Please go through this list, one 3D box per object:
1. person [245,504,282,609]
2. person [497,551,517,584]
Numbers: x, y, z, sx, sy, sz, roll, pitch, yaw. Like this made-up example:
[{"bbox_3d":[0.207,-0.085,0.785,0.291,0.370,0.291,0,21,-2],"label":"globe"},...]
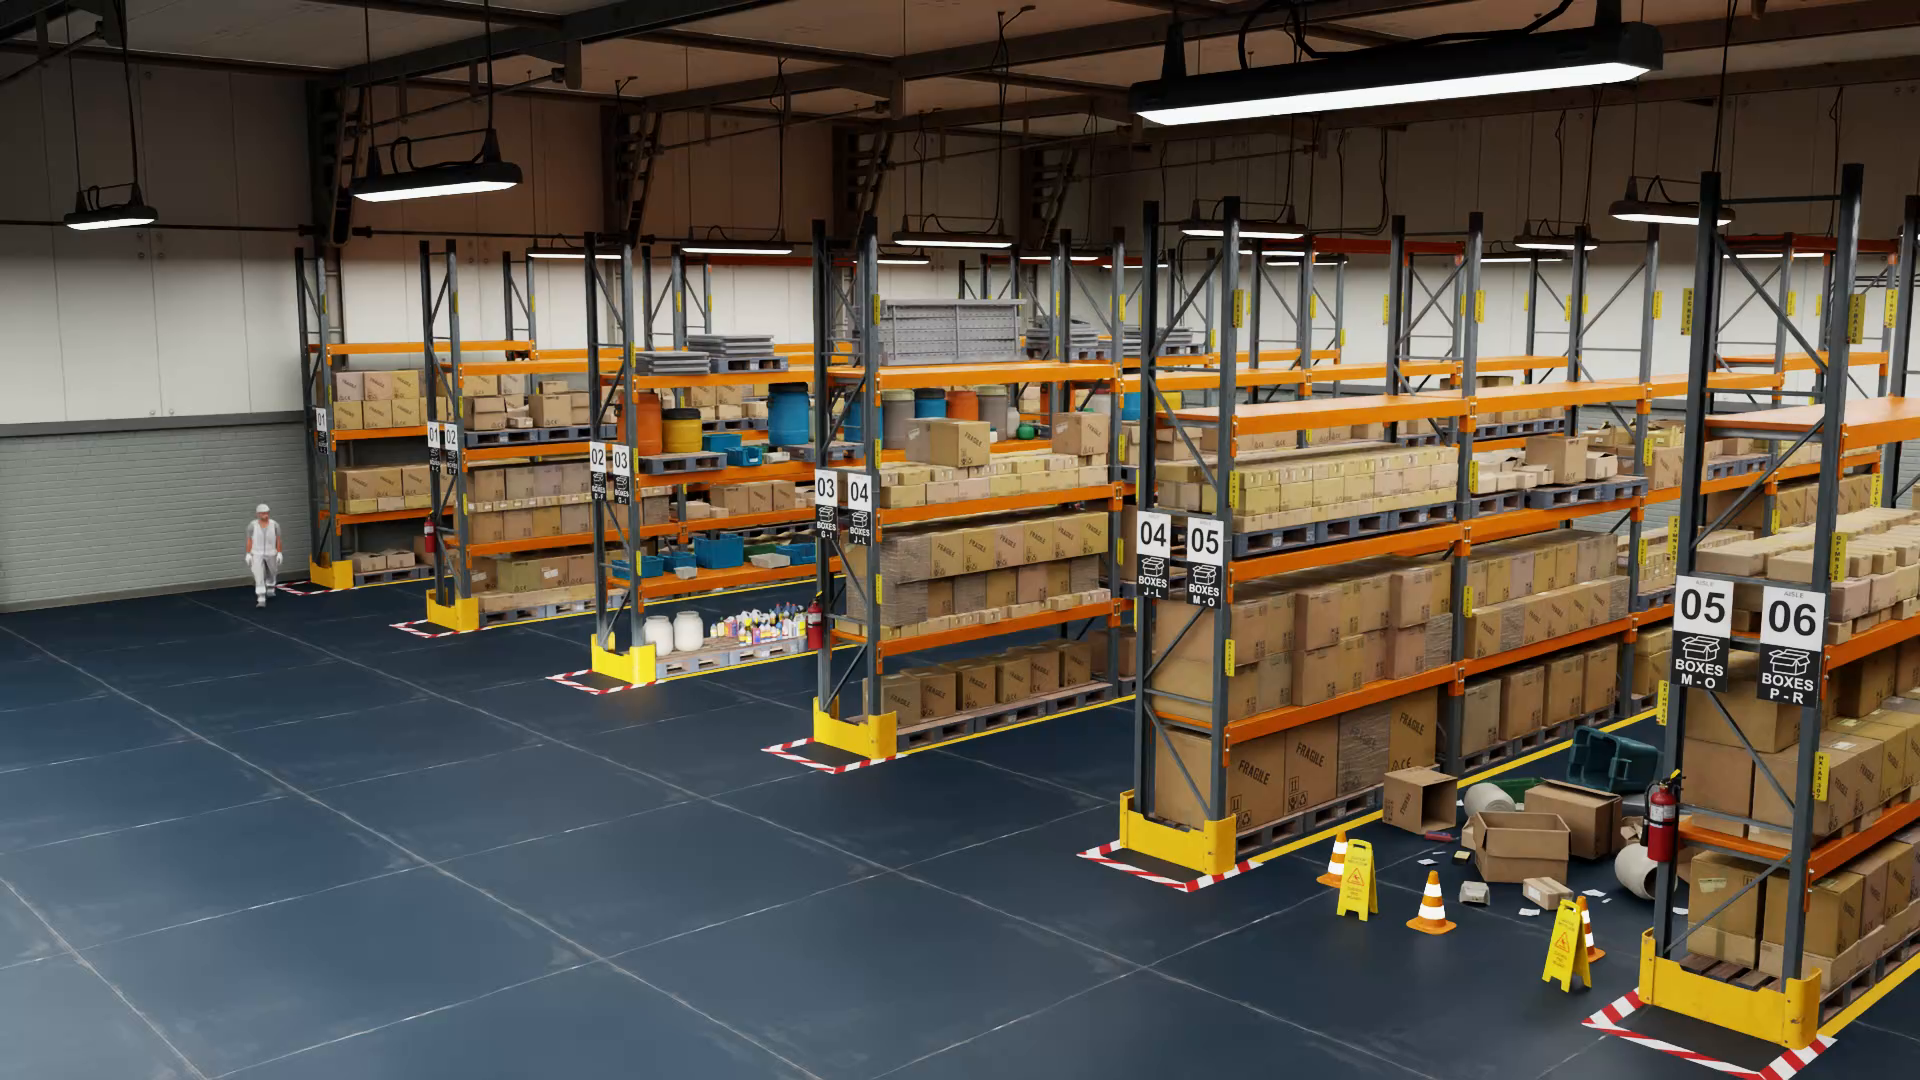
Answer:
[{"bbox_3d":[-11.655,0.245,27.836,0.572,1.728,1.143,-4,9,-24],"label":"person"},{"bbox_3d":[-7.936,0.052,28.954,0.538,1.753,0.601,-5,10,-33],"label":"person"}]
